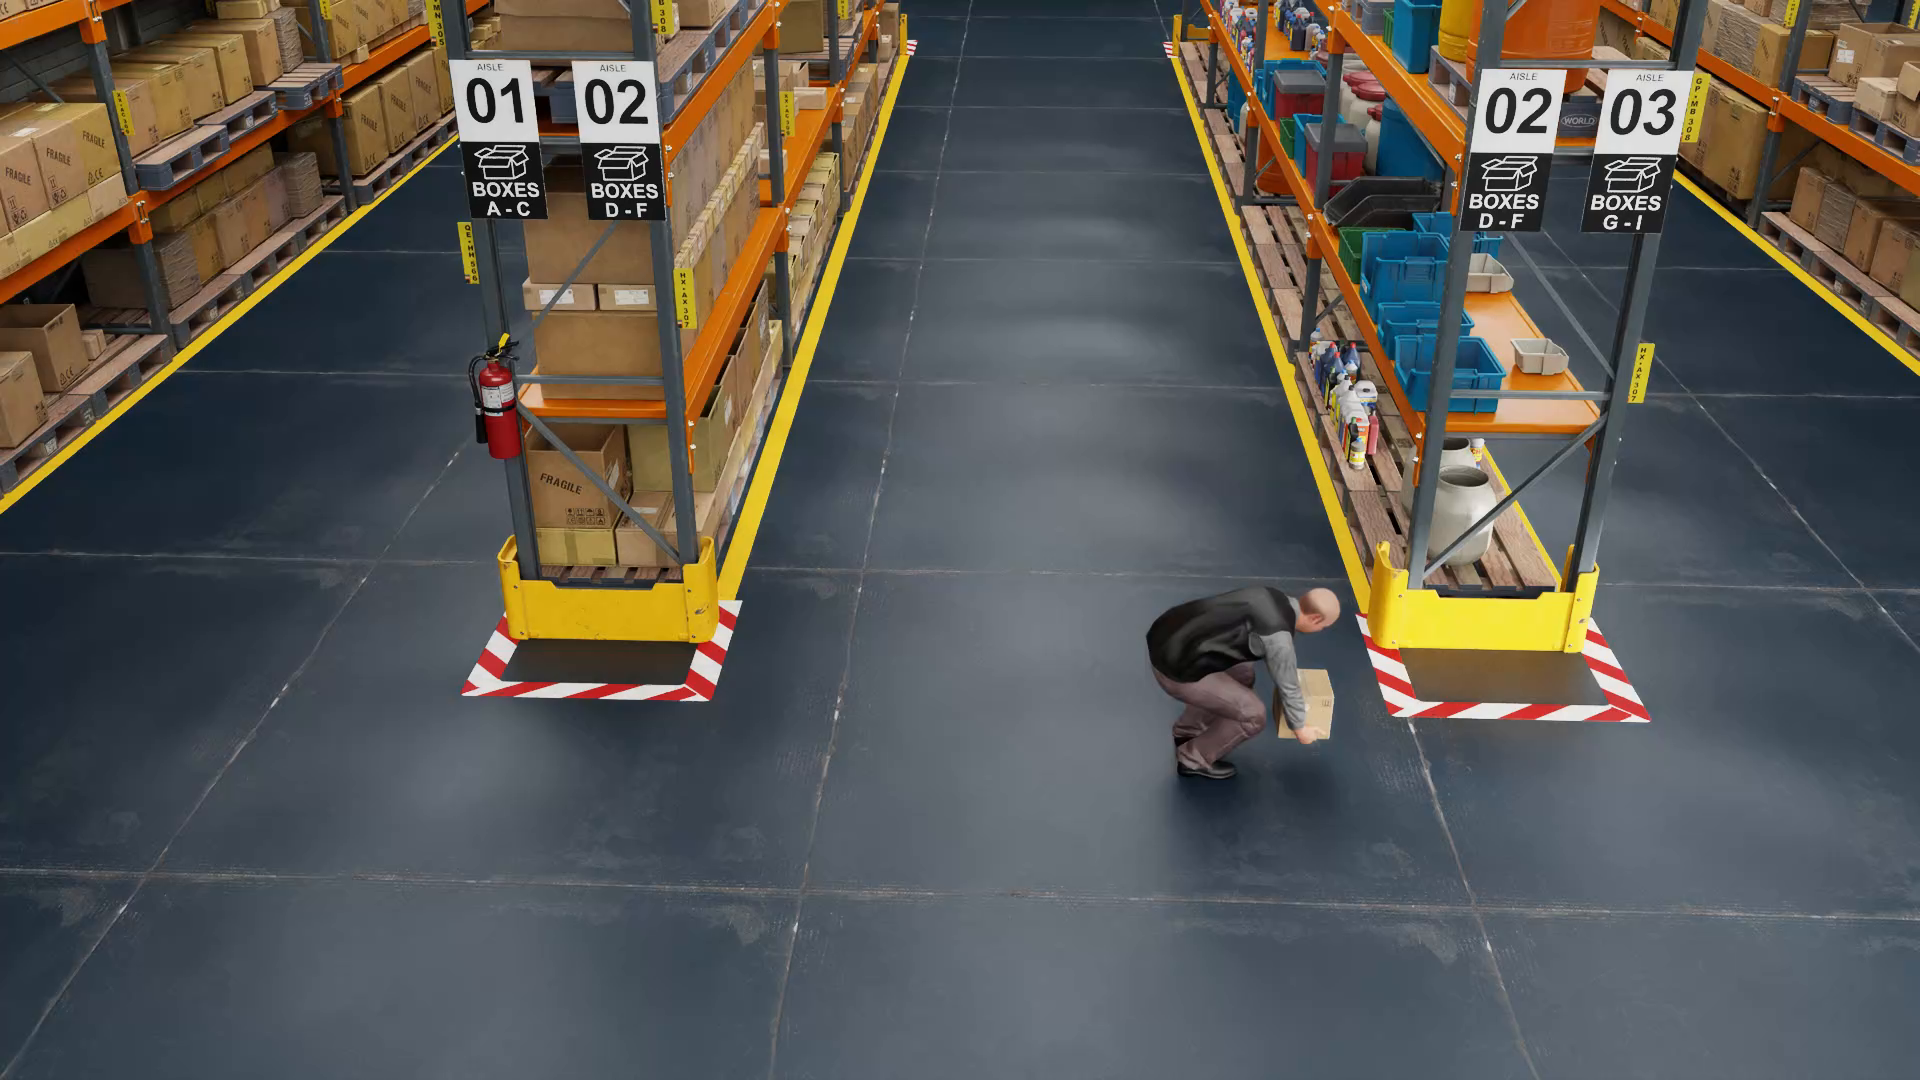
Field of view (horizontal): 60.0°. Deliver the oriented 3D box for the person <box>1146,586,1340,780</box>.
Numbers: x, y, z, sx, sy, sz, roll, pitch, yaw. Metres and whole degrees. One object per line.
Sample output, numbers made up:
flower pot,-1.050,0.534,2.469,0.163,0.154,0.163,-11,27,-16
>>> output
person,1.375,0.681,8.192,0.922,0.947,0.518,0,28,0
